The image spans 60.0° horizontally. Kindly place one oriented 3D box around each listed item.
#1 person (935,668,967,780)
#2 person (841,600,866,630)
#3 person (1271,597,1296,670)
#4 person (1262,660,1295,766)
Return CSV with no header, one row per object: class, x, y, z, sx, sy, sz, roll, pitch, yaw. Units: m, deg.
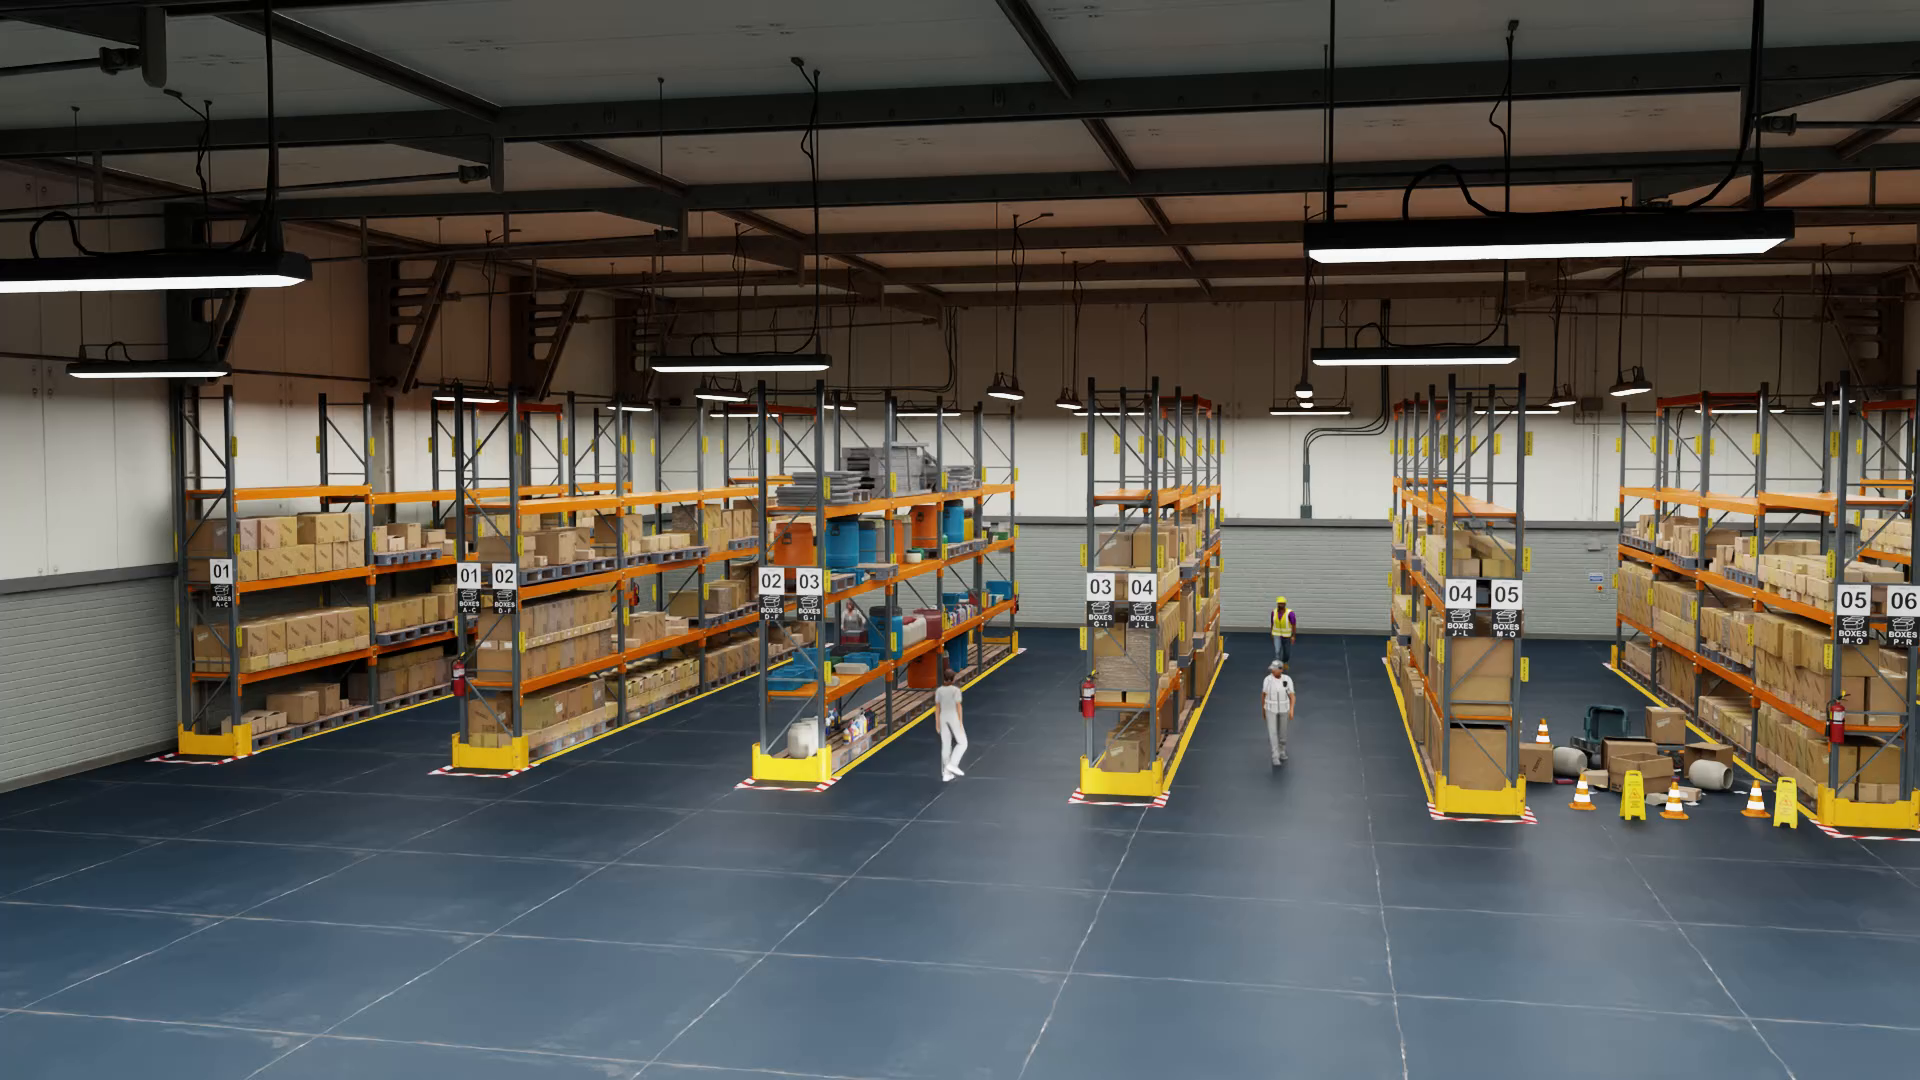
person,-0.160,2.766,24.980,0.499,1.660,0.470,1,3,24
person,-2.395,2.042,37.077,0.541,1.435,0.728,1,3,16
person,7.106,2.093,36.516,0.541,1.725,0.979,1,3,10
person,5.026,2.703,26.214,0.508,1.620,0.965,0,3,6
